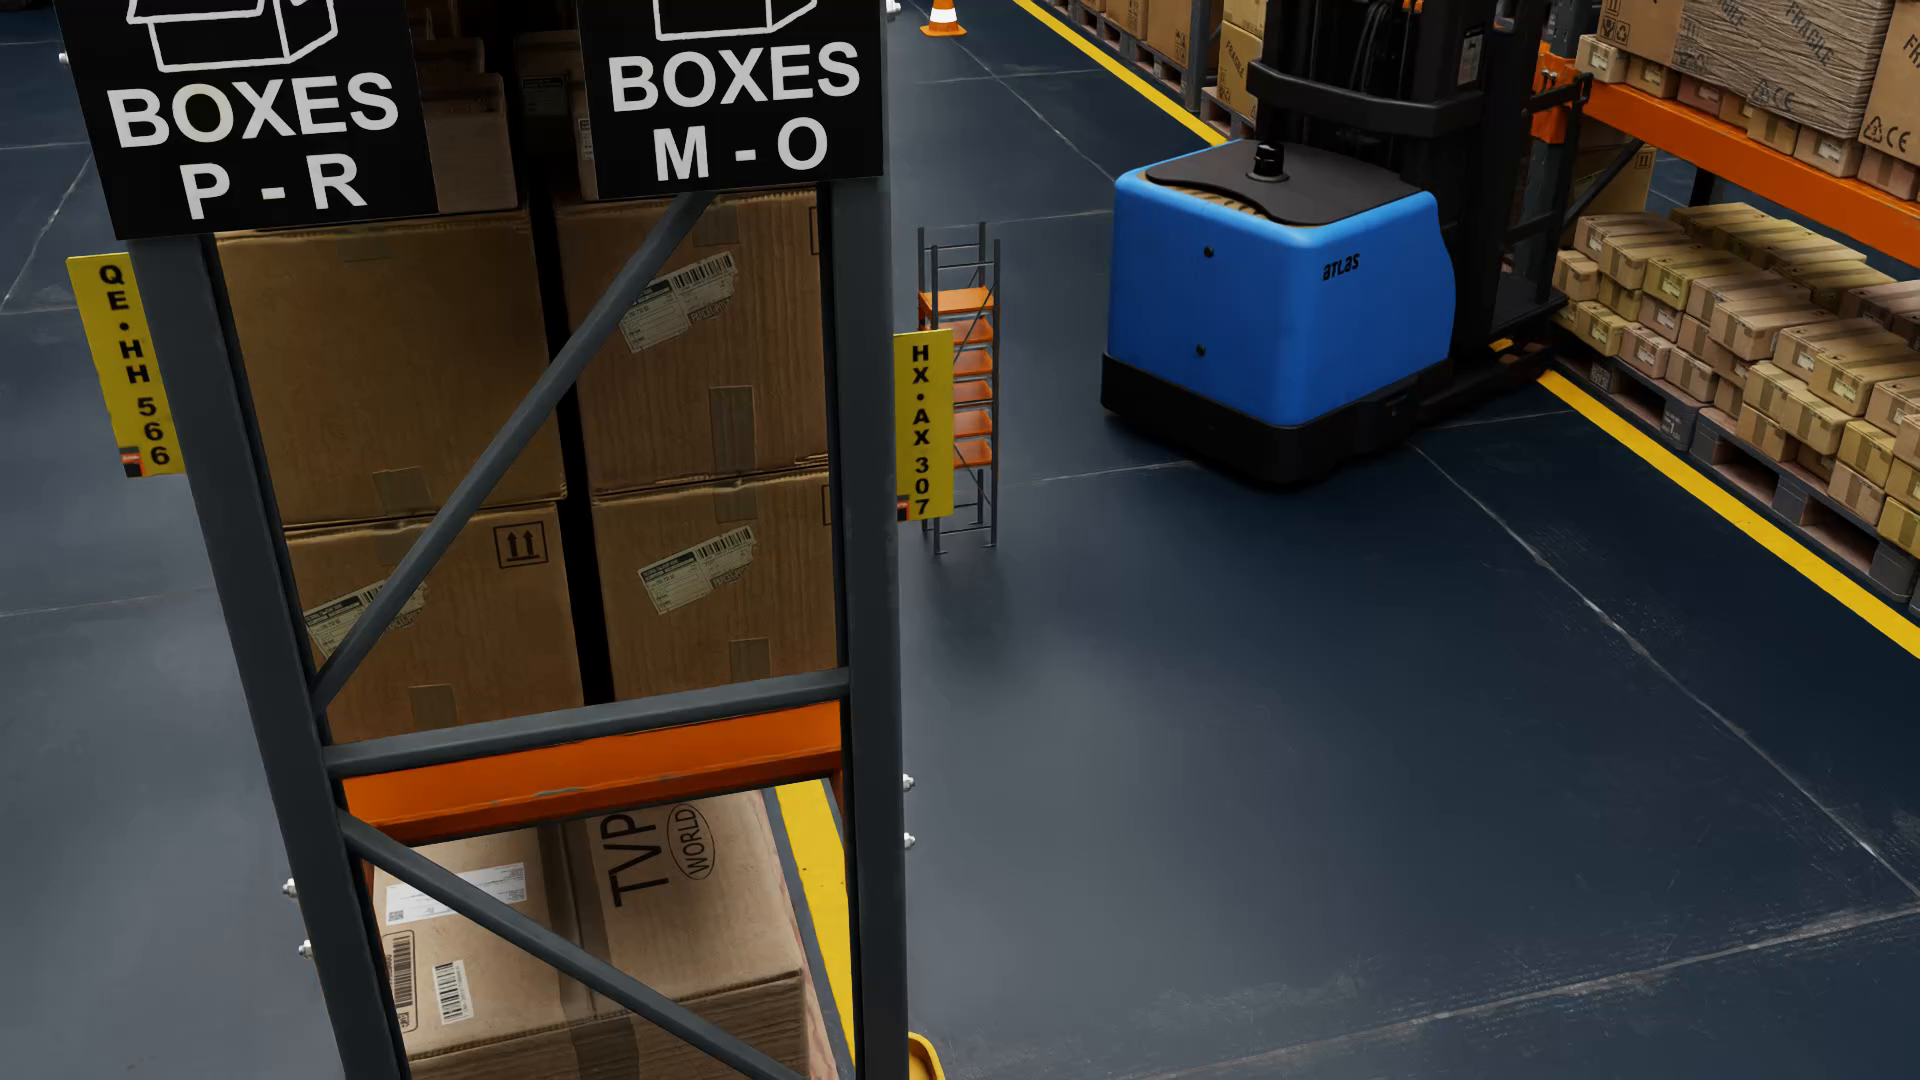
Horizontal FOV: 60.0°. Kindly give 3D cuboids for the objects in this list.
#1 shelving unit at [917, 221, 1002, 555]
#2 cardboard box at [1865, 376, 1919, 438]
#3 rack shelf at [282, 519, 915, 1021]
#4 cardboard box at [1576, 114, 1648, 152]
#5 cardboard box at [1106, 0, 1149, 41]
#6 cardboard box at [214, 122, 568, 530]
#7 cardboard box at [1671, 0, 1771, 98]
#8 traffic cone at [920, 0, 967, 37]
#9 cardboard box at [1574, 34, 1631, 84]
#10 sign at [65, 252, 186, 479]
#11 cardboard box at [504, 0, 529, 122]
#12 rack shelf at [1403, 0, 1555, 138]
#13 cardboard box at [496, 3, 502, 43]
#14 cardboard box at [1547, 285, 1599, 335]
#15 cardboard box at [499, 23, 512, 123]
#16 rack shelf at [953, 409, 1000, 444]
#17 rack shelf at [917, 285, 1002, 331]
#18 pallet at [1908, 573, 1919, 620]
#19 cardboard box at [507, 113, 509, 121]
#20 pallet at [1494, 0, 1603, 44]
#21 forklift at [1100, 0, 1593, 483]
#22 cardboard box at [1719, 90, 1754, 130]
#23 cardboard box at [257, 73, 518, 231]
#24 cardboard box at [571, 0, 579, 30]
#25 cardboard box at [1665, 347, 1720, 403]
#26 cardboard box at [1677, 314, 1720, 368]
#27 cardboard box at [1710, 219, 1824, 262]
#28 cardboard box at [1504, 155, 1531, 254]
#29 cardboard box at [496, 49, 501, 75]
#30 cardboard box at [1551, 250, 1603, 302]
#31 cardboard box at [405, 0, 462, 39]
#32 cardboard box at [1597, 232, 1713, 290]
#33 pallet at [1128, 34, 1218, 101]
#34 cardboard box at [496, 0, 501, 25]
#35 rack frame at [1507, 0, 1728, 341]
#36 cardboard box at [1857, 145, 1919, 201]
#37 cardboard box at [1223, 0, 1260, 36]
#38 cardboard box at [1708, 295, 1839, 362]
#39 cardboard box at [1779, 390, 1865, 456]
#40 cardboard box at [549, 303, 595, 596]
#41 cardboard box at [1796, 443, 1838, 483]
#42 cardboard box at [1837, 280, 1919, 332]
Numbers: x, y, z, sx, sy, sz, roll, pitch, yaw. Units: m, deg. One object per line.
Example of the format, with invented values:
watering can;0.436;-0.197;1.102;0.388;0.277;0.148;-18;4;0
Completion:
shelving unit;-0.004;-0.526;5.962;0.258;1.200;0.189;-8;31;-13
cardboard box;3.467;-0.466;5.893;0.380;0.149;0.250;-9;31;-15
rack shelf;-1.127;-0.351;4.580;1.077;0.370;4.000;-8;31;-13
cardboard box;3.147;-2.152;8.300;0.500;0.250;0.500;-9;31;-15
cardboard box;1.716;-4.203;12.344;1.050;0.750;0.750;-7;31;-13
cardboard box;-0.953;-0.373;2.803;0.500;0.500;0.500;-7;31;-12
cardboard box;3.115;-1.996;6.308;0.500;0.500;0.500;-8;31;-13
traffic cone;-0.135;-4.253;13.135;0.336;0.463;0.334;-8;31;-13
cardboard box;2.848;-2.046;7.041;0.380;0.149;0.250;-7;31;-11
sign;-1.123;-0.234;2.268;0.100;0.325;0.005;-8;31;-13
cardboard box;-0.737;-0.938;3.779;0.500;0.500;0.500;-8;31;-14
rack shelf;2.557;-2.990;9.139;1.077;0.370;4.000;-8;31;-13
cardboard box;-1.765;-1.842;5.340;0.500;0.500;0.500;-8;31;-13
cardboard box;2.875;-1.064;7.521;0.380;0.149;0.250;-9;31;-15
cardboard box;-1.288;-1.481;5.715;0.500;0.500;0.500;-8;31;-13
rack shelf;-0.004;-0.384;6.044;0.258;0.103;0.180;-8;31;-13
rack shelf;-0.004;-0.799;5.803;0.258;0.103;0.180;-8;31;-13
pallet;3.948;0.370;5.400;1.003;0.211;1.213;-8;31;-13
cardboard box;-1.785;-1.410;5.592;0.500;0.500;0.500;-7;31;-12
pallet;3.026;-2.641;8.009;1.003;0.211;1.213;-8;31;-13
forklift;2.042;-2.103;6.958;3.031;2.935;1.130;-24;38;-35
cardboard box;3.176;-1.677;6.404;0.380;0.149;0.250;-9;31;-15
cardboard box;-0.884;-0.600;2.546;0.380;0.149;0.250;-7;31;-13
cardboard box;-0.520;-0.919;3.098;0.380;0.149;0.250;-7;31;-12
cardboard box;3.177;-0.707;6.903;0.380;0.149;0.250;-8;31;-14
cardboard box;3.198;-0.840;6.837;0.380;0.149;0.250;-9;31;-16
cardboard box;3.540;-1.285;7.309;0.380;0.149;0.250;-7;31;-13
cardboard box;2.649;-1.759;8.371;0.500;0.500;0.500;-8;31;-14
cardboard box;-1.380;-1.104;4.066;0.500;0.500;0.500;-8;31;-14
cardboard box;2.876;-1.194;7.448;0.380;0.149;0.250;-6;31;-11
cardboard box;-1.151;-0.960;3.168;0.380;0.149;0.250;-7;31;-12
cardboard box;2.996;-1.206;7.171;0.380;0.149;0.250;-6;31;-11
pallet;1.890;-3.451;12.001;1.003;0.211;1.213;-8;31;-13
cardboard box;-1.668;-2.278;6.841;0.500;0.250;0.500;-7;31;-13
rack frame;3.088;-2.335;7.290;1.000;3.000;0.127;-8;31;-13
cardboard box;3.360;-1.293;5.741;0.380;0.149;0.250;-7;31;-11
cardboard box;1.976;-3.326;10.330;0.500;0.250;0.500;-9;31;-16
cardboard box;3.191;-0.833;6.528;0.380;0.149;0.250;-7;31;-12
cardboard box;3.295;-0.452;6.166;0.380;0.149;0.250;-8;31;-13
cardboard box;-0.607;-0.250;3.588;0.500;0.500;0.500;-8;31;-14
cardboard box;3.402;-0.327;6.246;0.380;0.149;0.250;-7;31;-12
cardboard box;3.767;-0.912;6.663;0.380;0.149;0.250;-9;31;-16
